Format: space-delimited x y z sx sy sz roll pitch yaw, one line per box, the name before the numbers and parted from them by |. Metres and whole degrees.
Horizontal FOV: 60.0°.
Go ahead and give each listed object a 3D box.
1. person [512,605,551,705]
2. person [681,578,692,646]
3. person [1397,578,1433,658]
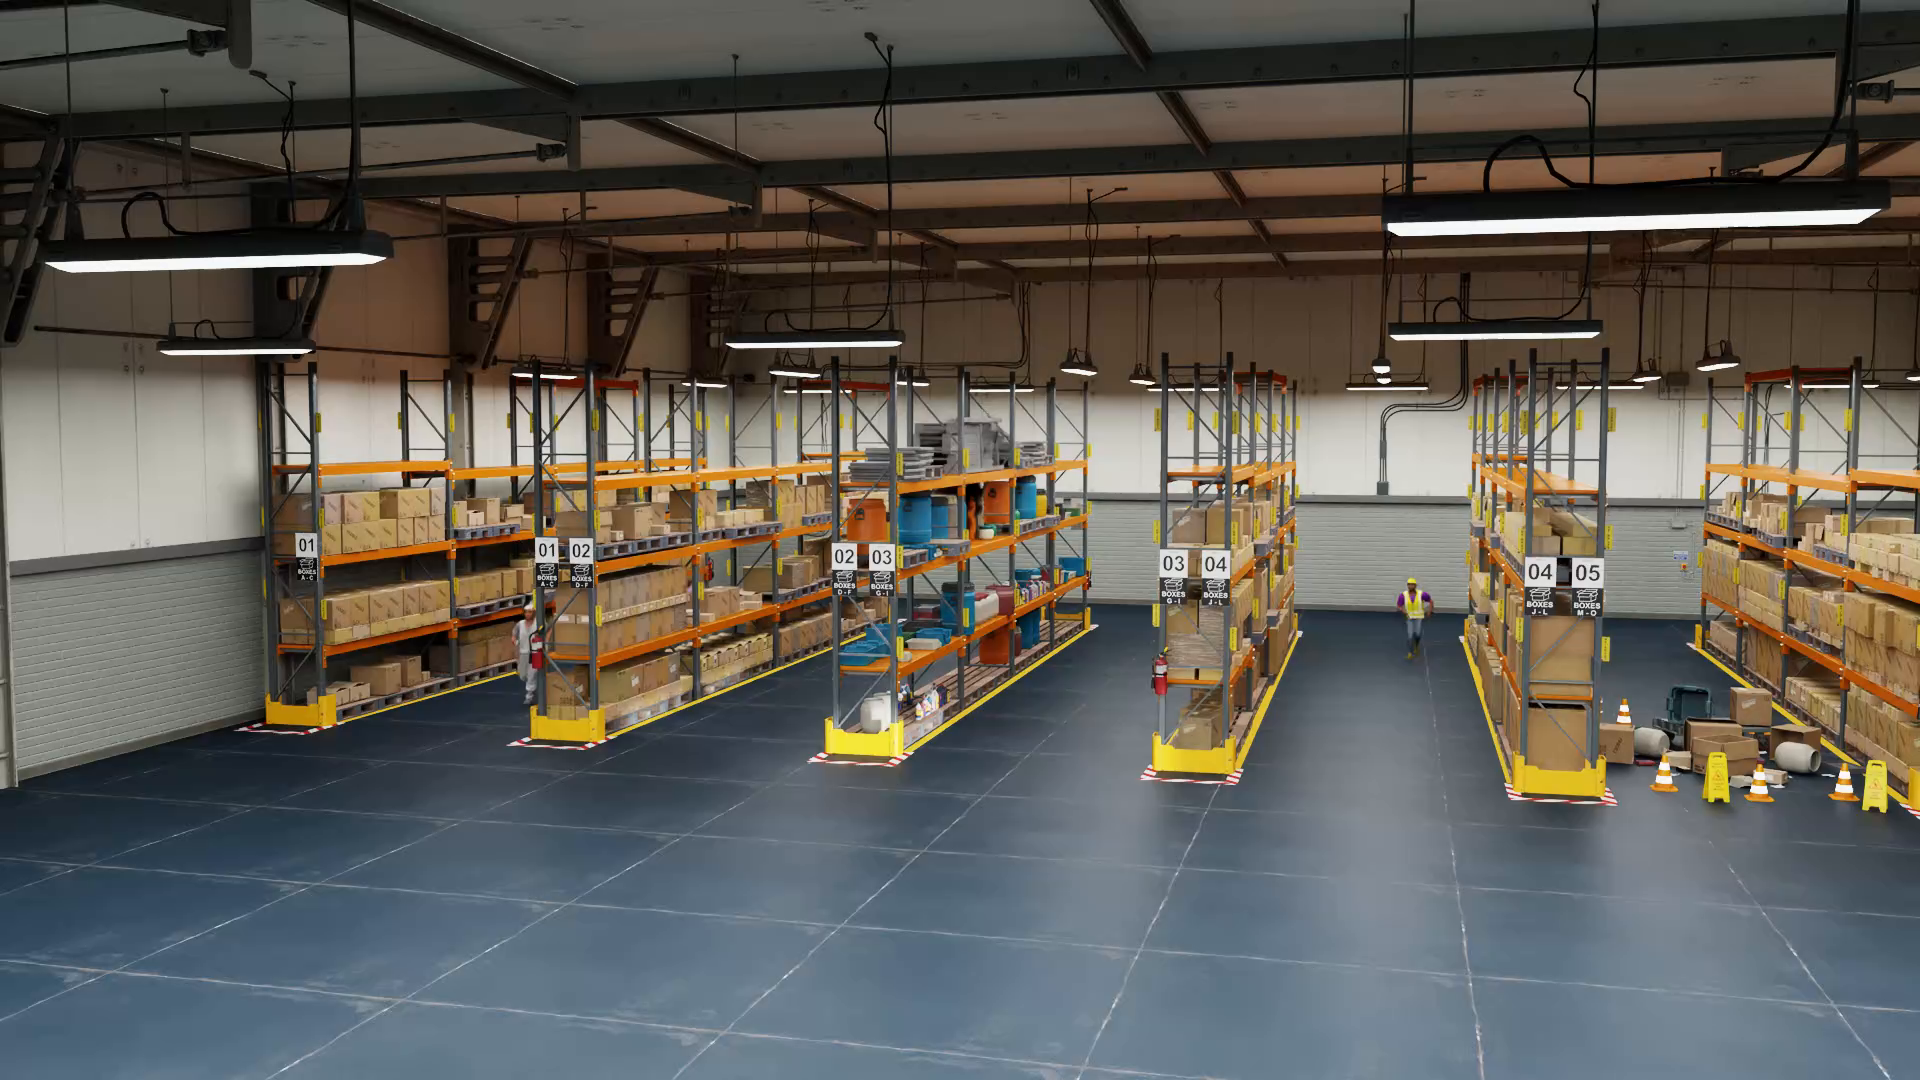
person | -7.675 2.029 29.722 0.663 1.757 0.782 0 4 0
person | -6.104 1.617 37.025 0.546 1.560 0.733 0 4 6
person | 9.593 1.666 35.130 0.722 1.717 0.731 1 4 20
